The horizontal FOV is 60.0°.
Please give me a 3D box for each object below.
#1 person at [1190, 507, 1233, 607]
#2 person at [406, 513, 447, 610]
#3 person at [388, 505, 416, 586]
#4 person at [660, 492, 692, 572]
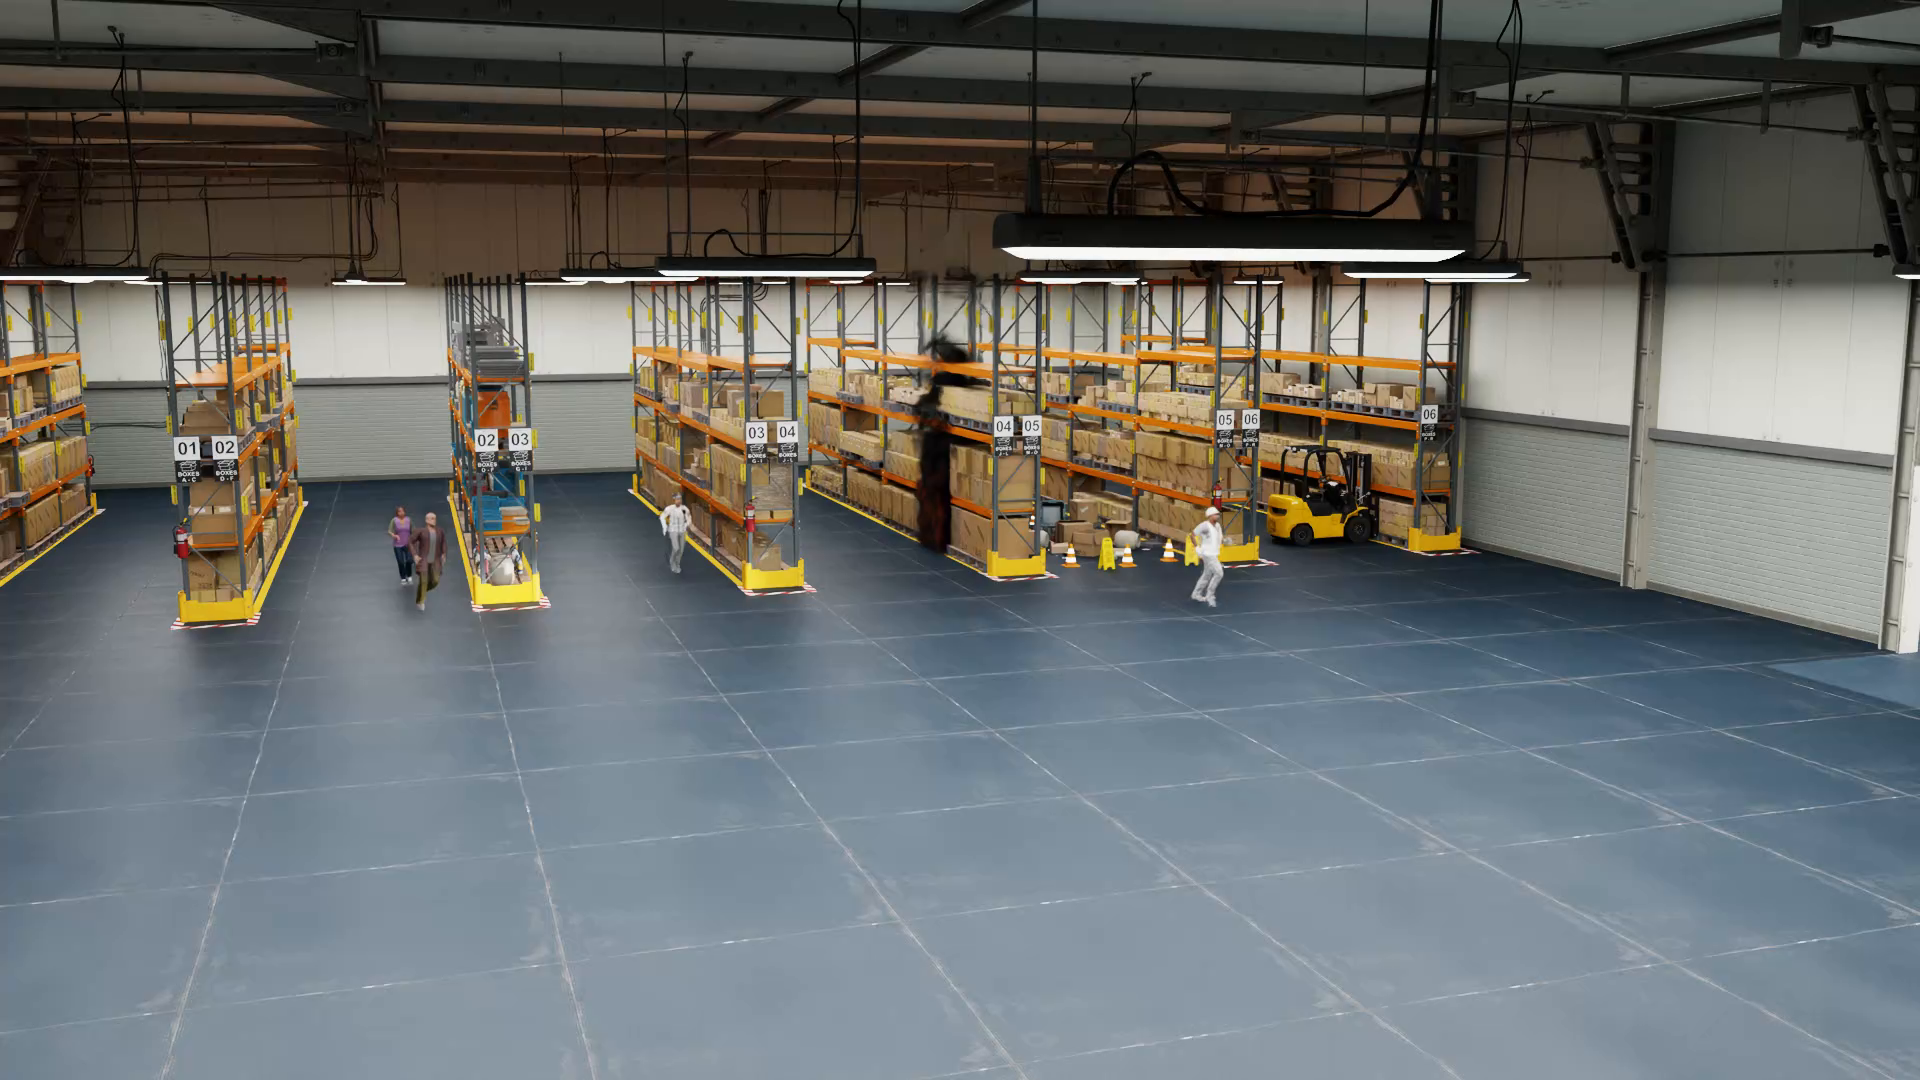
[{"bbox_3d":[4.578,0.306,30.265,0.754,1.826,0.665,5,10,28],"label":"person"},{"bbox_3d":[-9.607,0.367,30.054,0.758,1.716,0.603,-7,11,-38],"label":"person"},{"bbox_3d":[-10.738,0.117,32.049,0.530,1.575,0.631,-4,9,-23],"label":"person"},{"bbox_3d":[-5.691,-0.153,33.519,0.583,1.647,0.700,-4,9,-24],"label":"person"}]
